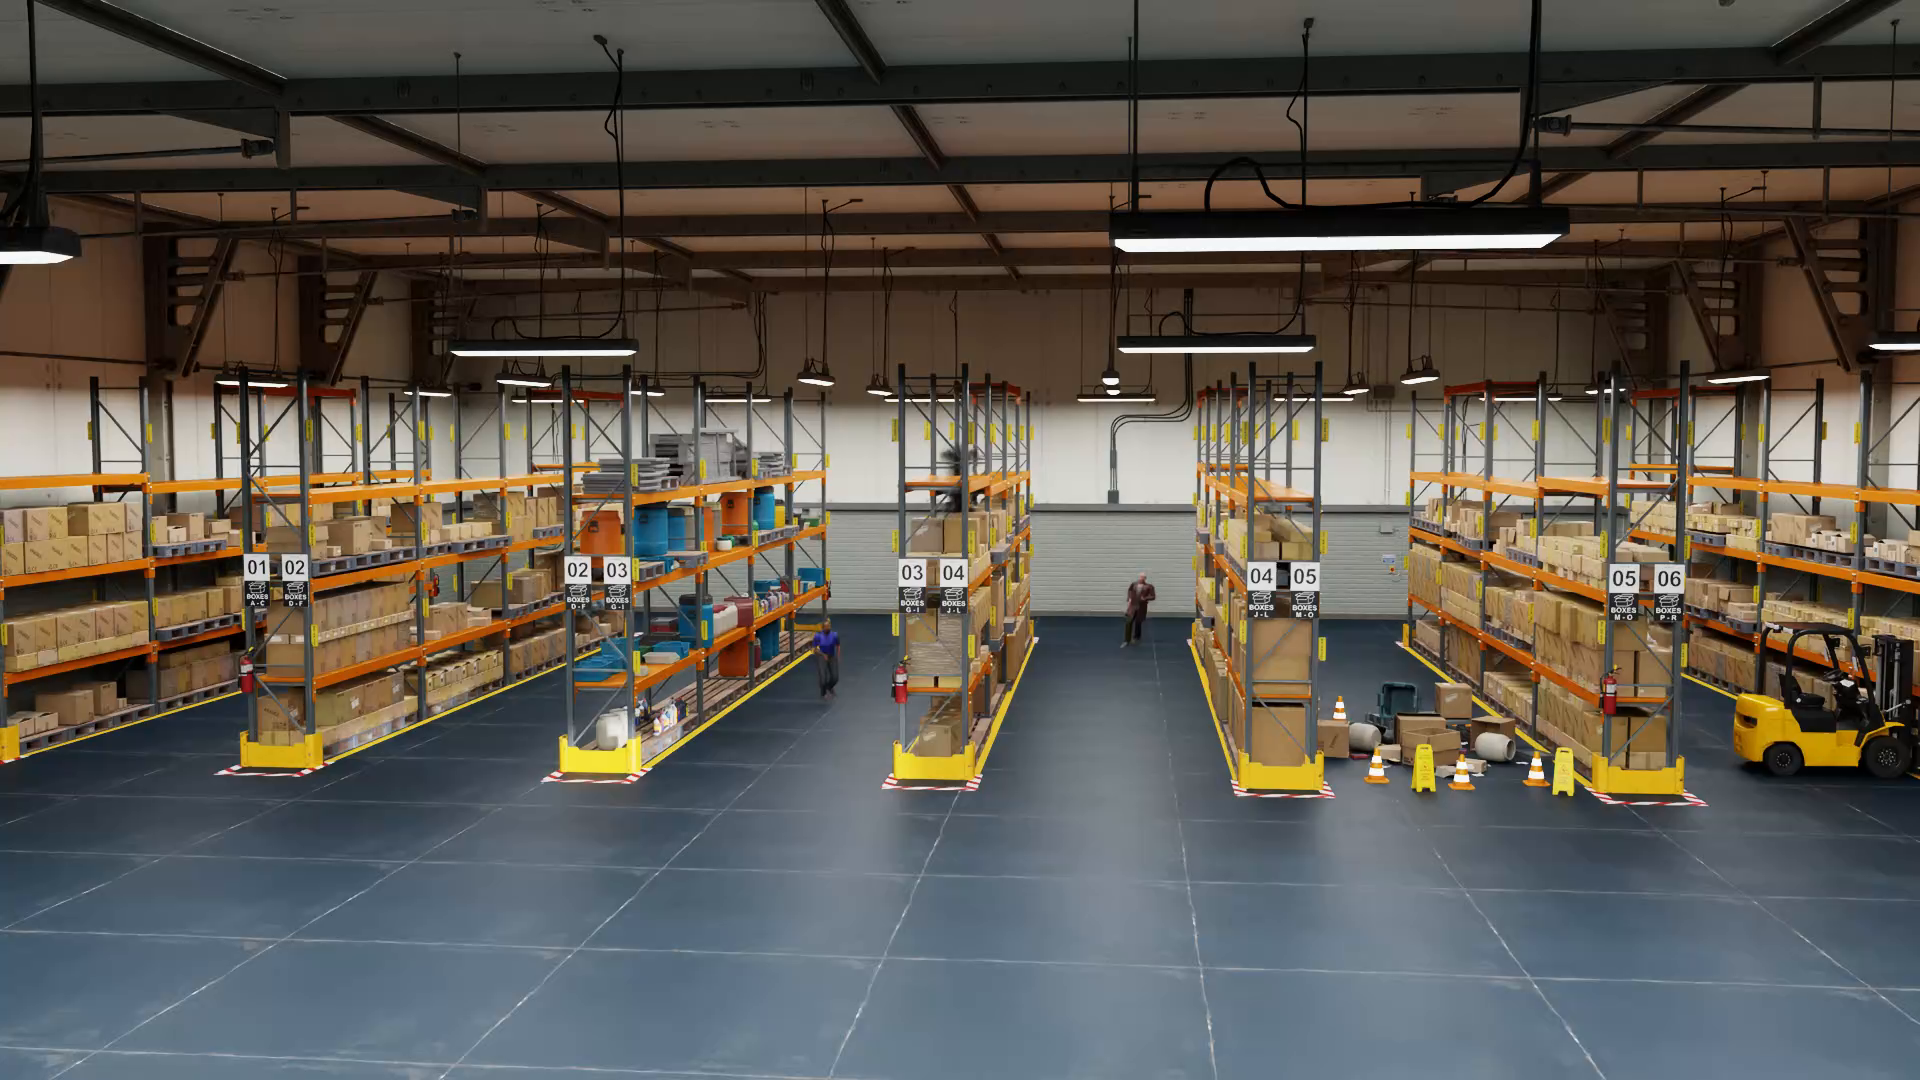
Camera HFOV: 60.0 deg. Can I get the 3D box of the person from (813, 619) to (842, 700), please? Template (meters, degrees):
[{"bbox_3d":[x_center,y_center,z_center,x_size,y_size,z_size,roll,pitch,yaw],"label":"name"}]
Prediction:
[{"bbox_3d":[-2.492,2.239,31.117,0.558,1.547,0.743,-1,4,-15],"label":"person"}]

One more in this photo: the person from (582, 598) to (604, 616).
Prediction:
[{"bbox_3d":[-9.370,1.391,42.557,0.851,1.824,0.675,2,4,33],"label":"person"}]

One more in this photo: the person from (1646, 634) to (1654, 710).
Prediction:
[{"bbox_3d":[11.934,2.232,29.349,0.660,1.745,0.926,0,4,2],"label":"person"}]

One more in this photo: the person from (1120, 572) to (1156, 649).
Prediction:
[{"bbox_3d":[4.230,1.665,39.013,0.757,1.720,0.953,1,4,20],"label":"person"}]
